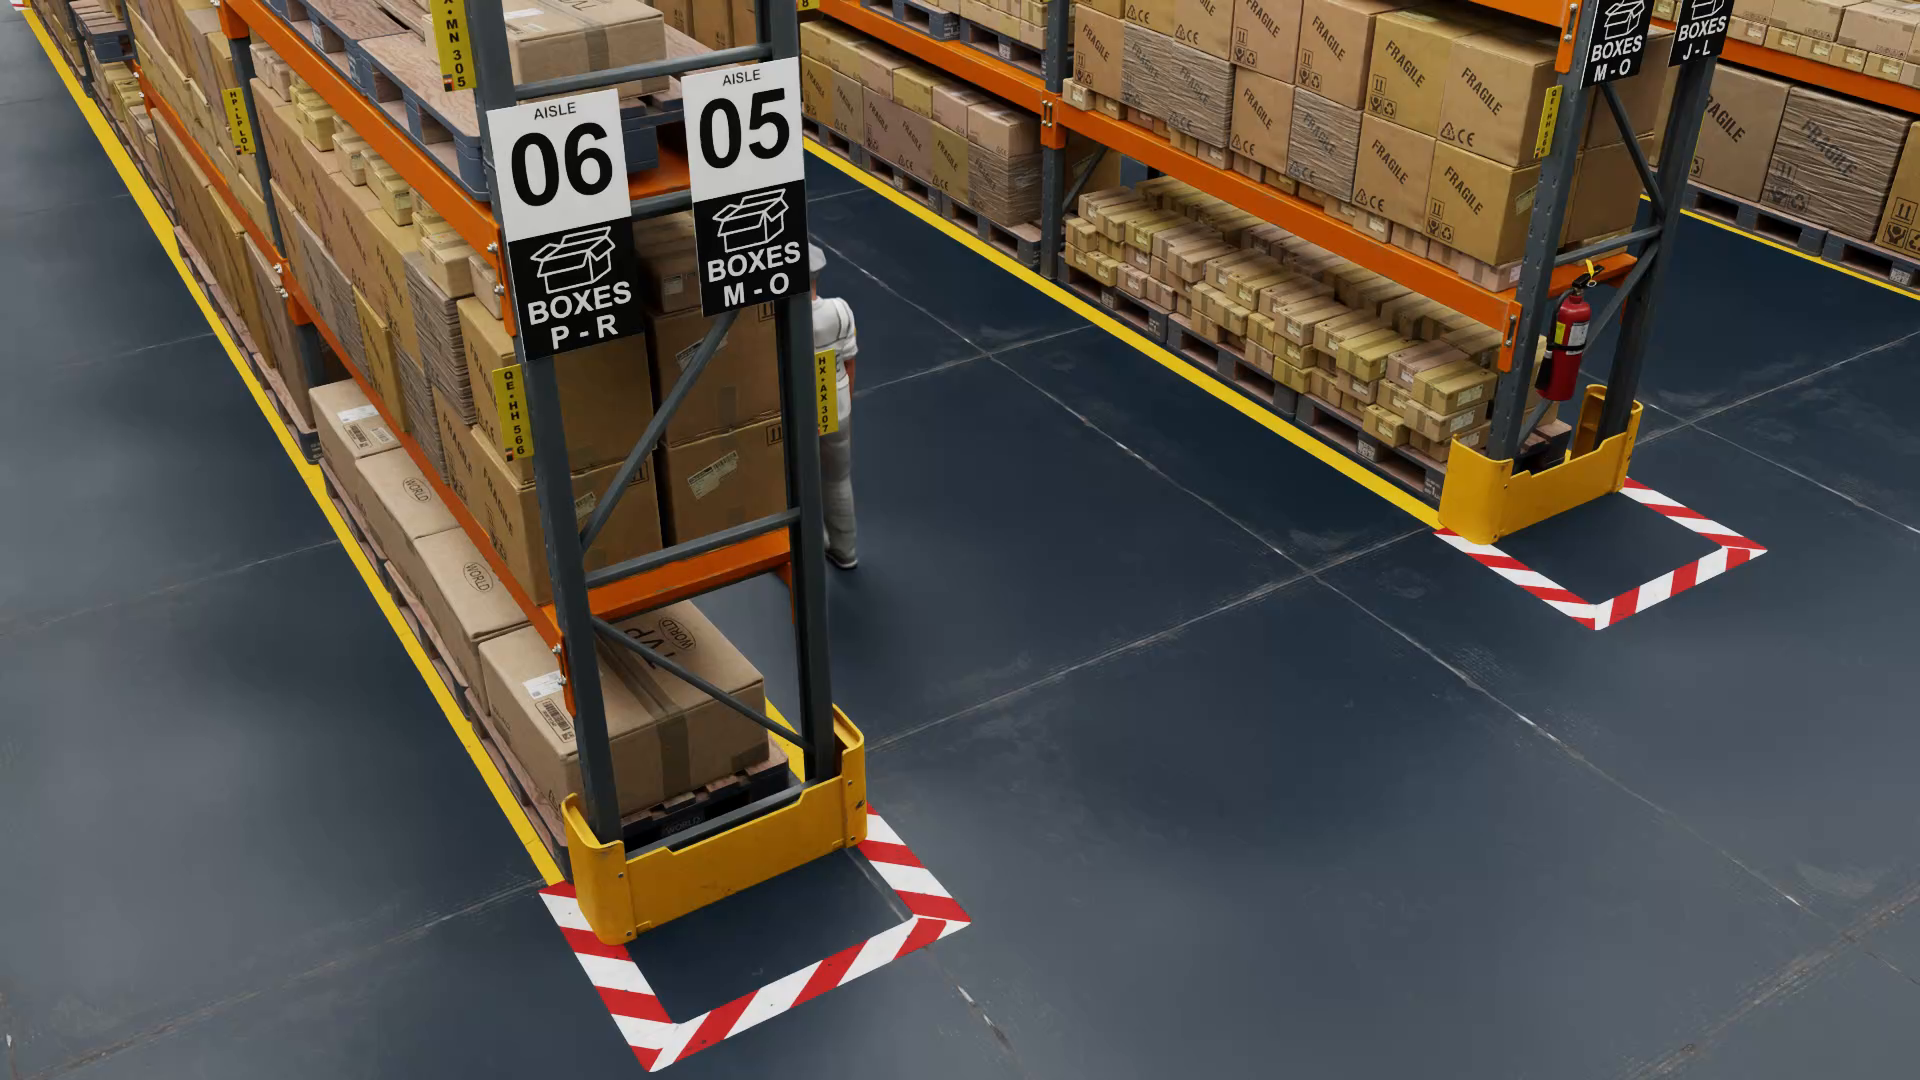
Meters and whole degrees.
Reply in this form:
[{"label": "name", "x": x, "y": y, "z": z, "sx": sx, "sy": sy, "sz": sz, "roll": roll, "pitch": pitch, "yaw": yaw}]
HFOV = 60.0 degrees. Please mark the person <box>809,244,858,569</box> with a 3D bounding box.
[{"label": "person", "x": -0.759, "y": -0.608, "z": 8.079, "sx": 0.527, "sy": 1.765, "sz": 0.394, "roll": -18, "pitch": 37, "yaw": -26}]
